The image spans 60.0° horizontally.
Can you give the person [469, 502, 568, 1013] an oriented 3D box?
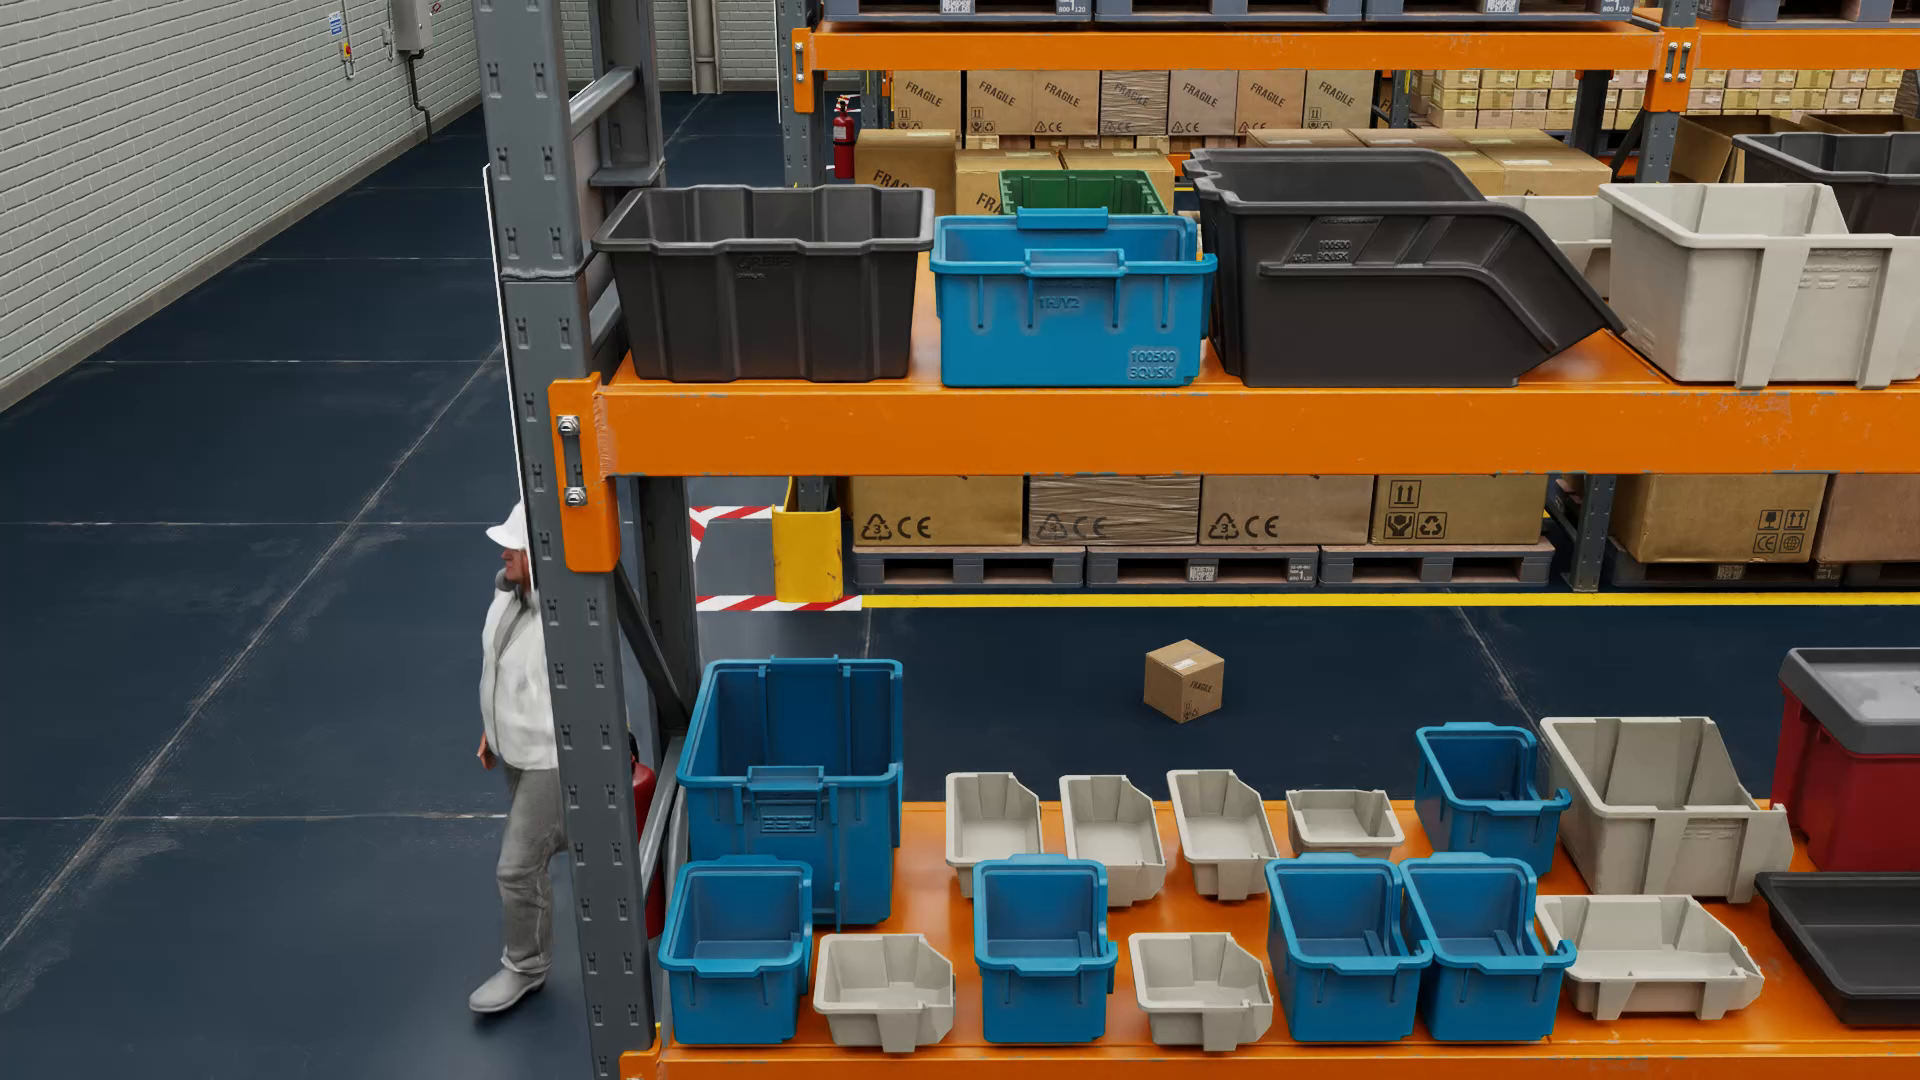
[{"bbox_3d":[-1.374,0.661,5.577,0.907,1.739,0.549,-21,31,-39],"label":"person"}]
